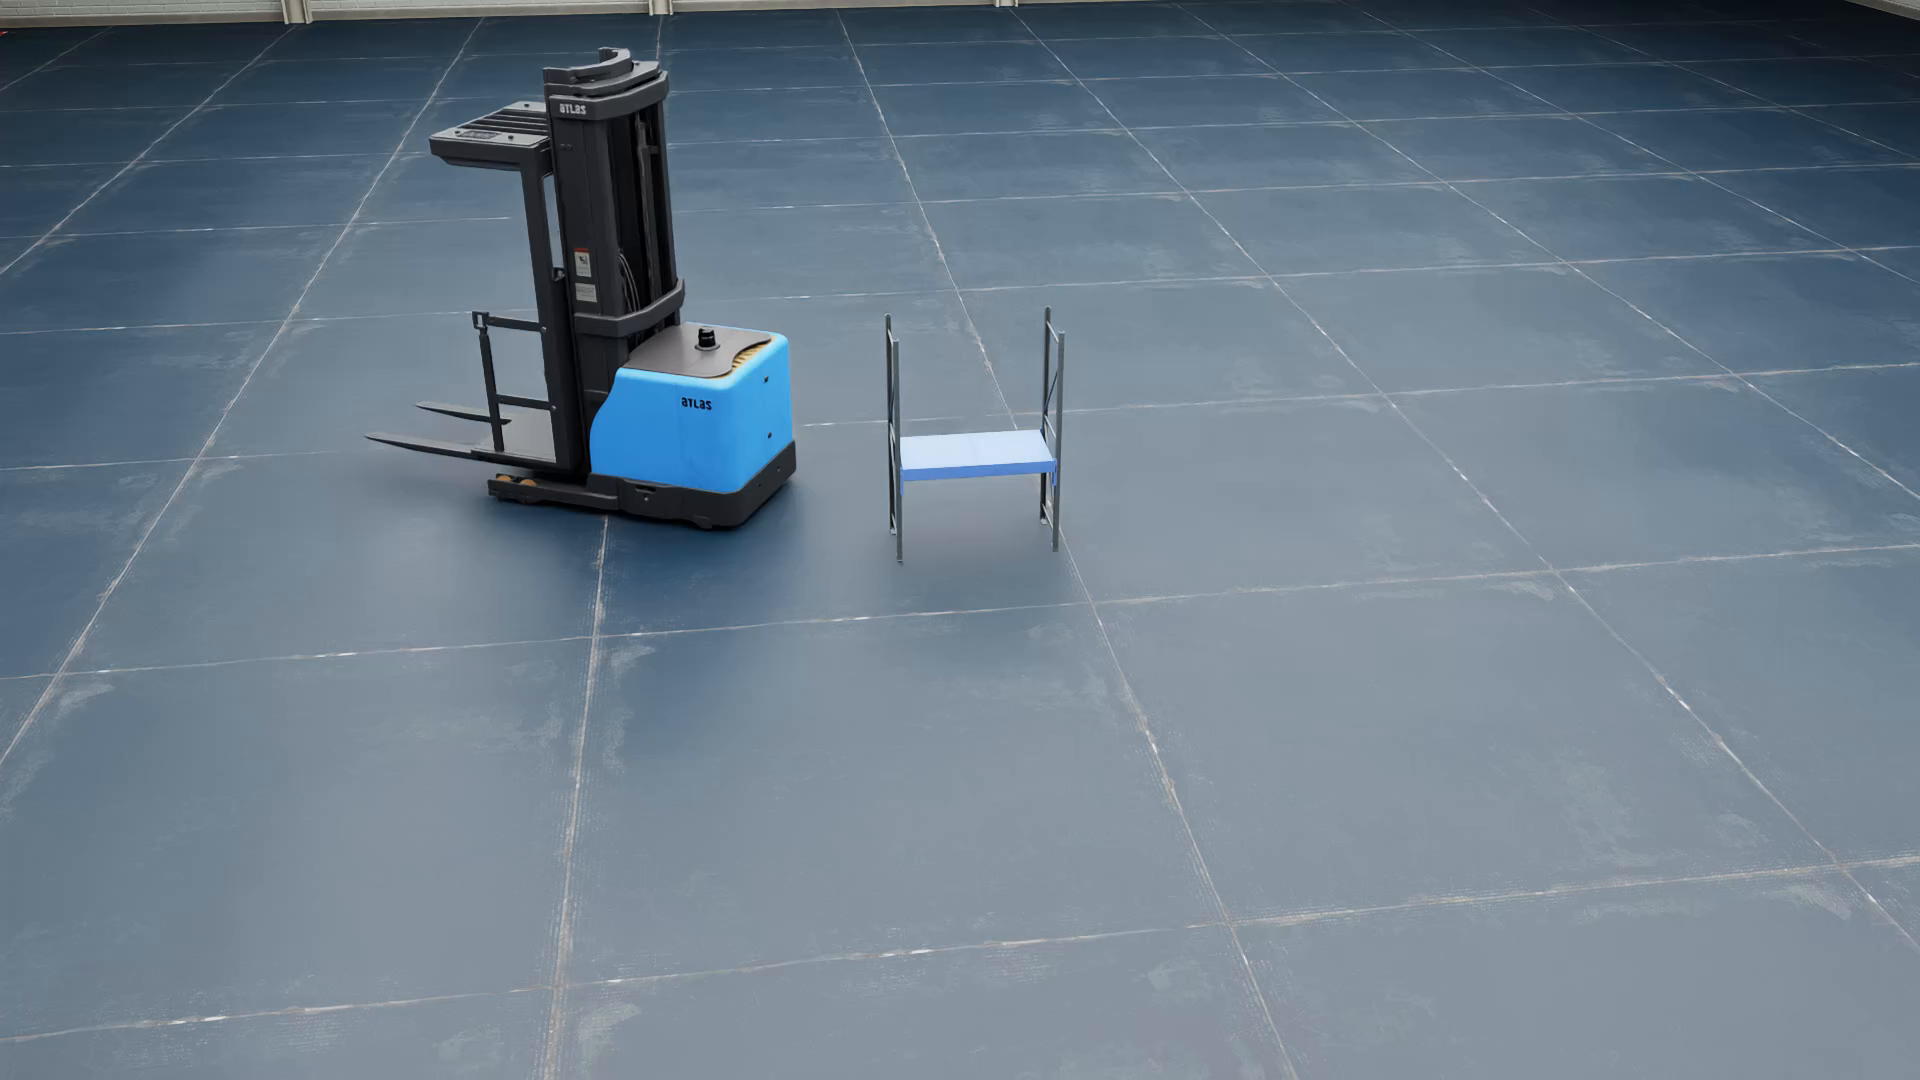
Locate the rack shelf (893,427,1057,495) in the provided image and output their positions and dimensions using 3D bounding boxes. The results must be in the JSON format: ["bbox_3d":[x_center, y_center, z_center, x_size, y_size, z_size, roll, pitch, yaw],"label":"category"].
[{"bbox_3d":[0.084,-0.513,10.703,1.000,0.185,0.538,-4,27,-7],"label":"rack shelf"}]

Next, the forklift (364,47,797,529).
[{"bbox_3d":[-2.731,-1.768,11.188,3.031,2.935,1.130,9,28,17],"label":"forklift"}]

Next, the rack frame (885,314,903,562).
[{"bbox_3d":[-0.419,-0.640,10.558,0.032,1.500,0.500,-4,27,-7],"label":"rack frame"}]

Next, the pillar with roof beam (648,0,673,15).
[{"bbox_3d":[-4.536,-11.119,22.765,0.400,9.000,9.100,-4,27,-7],"label":"pillar with roof beam"}]

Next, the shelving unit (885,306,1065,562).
[{"bbox_3d":[0.084,-0.673,10.621,1.048,1.500,0.538,-4,27,-7],"label":"shelving unit"}]

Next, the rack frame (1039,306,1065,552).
[{"bbox_3d":[0.588,-0.705,10.684,0.032,1.500,0.500,-4,27,-7],"label":"rack frame"}]

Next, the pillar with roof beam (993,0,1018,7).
[{"bbox_3d":[1.406,-11.501,23.509,0.400,9.000,9.100,-4,27,-7],"label":"pillar with roof beam"}]

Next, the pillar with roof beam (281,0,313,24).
[{"bbox_3d":[-10.477,-10.737,22.022,0.400,9.000,9.100,-4,27,-7],"label":"pillar with roof beam"}]
